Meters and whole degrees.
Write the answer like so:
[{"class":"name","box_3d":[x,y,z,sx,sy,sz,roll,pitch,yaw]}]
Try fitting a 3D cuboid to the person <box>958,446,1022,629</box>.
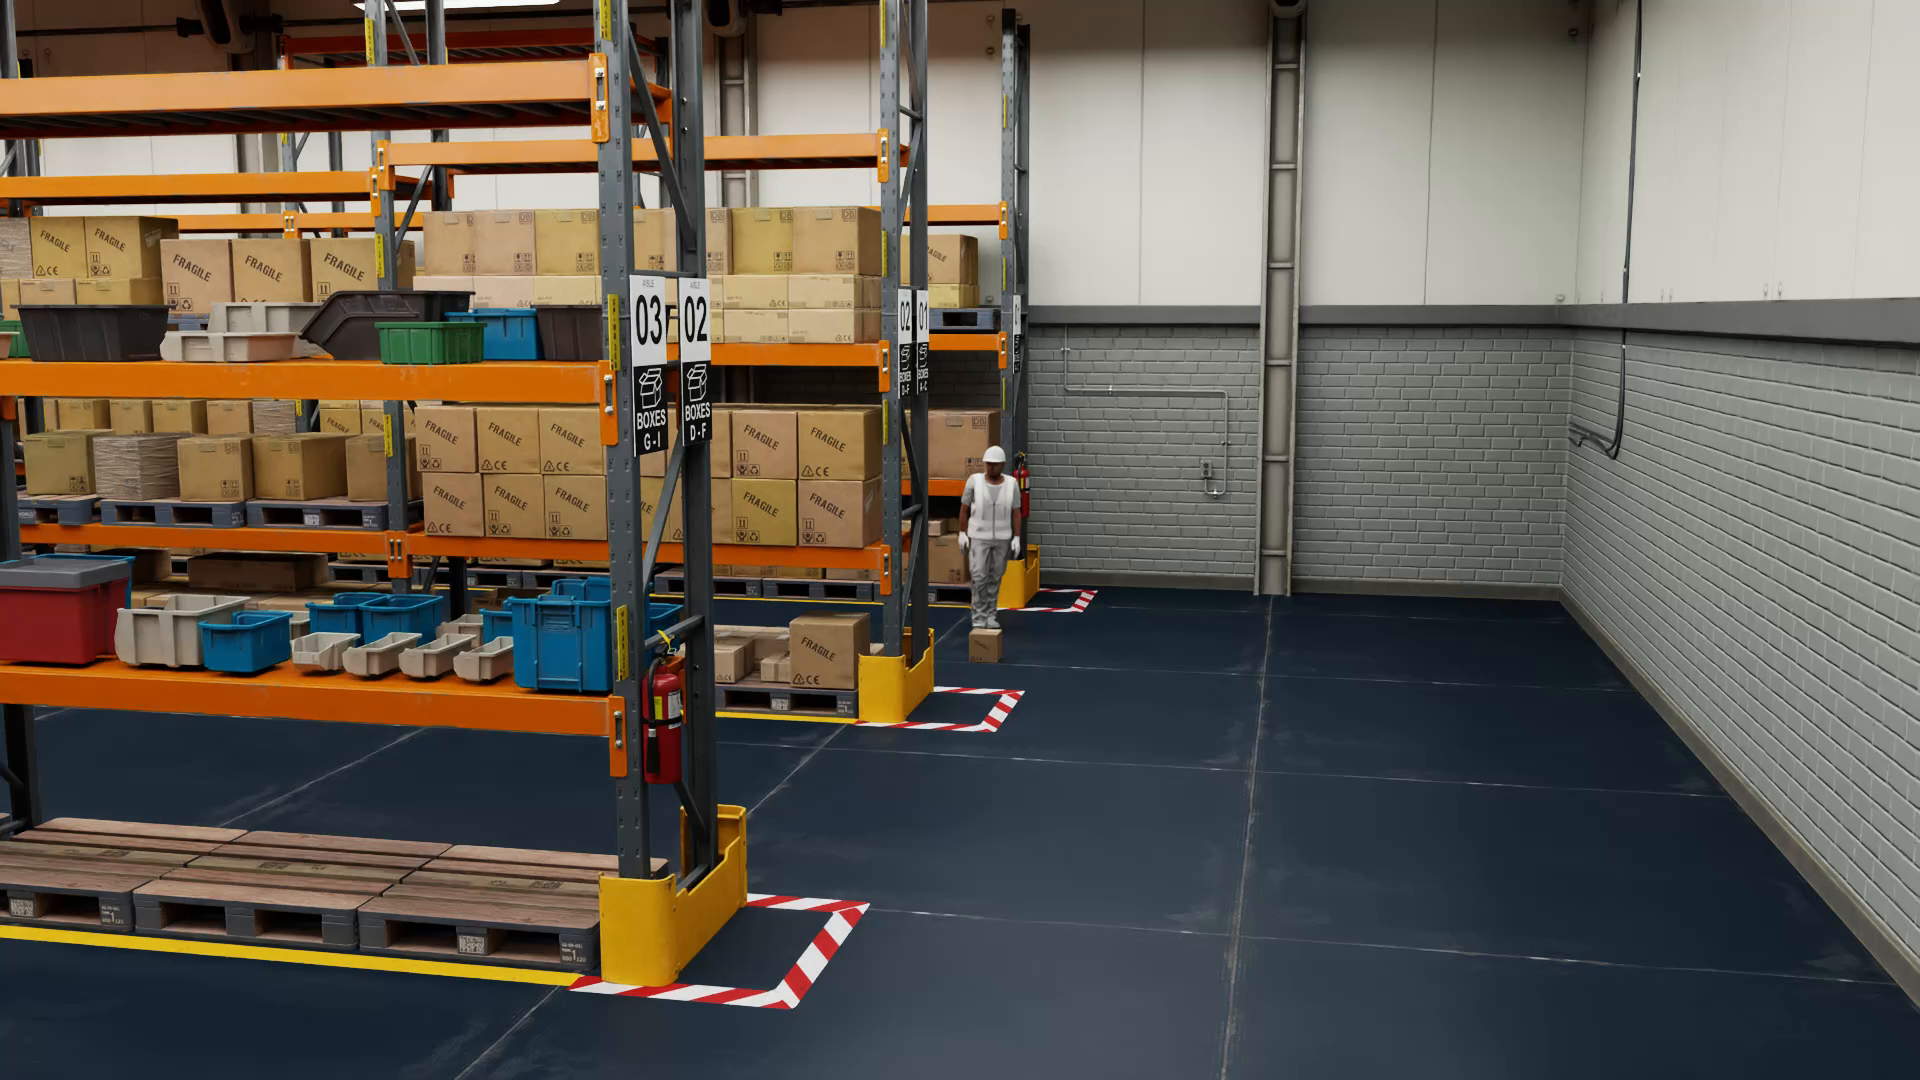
[{"class":"person","box_3d":[0.293,0.013,15.664,0.575,1.809,0.612,-2,8,-15]}]
